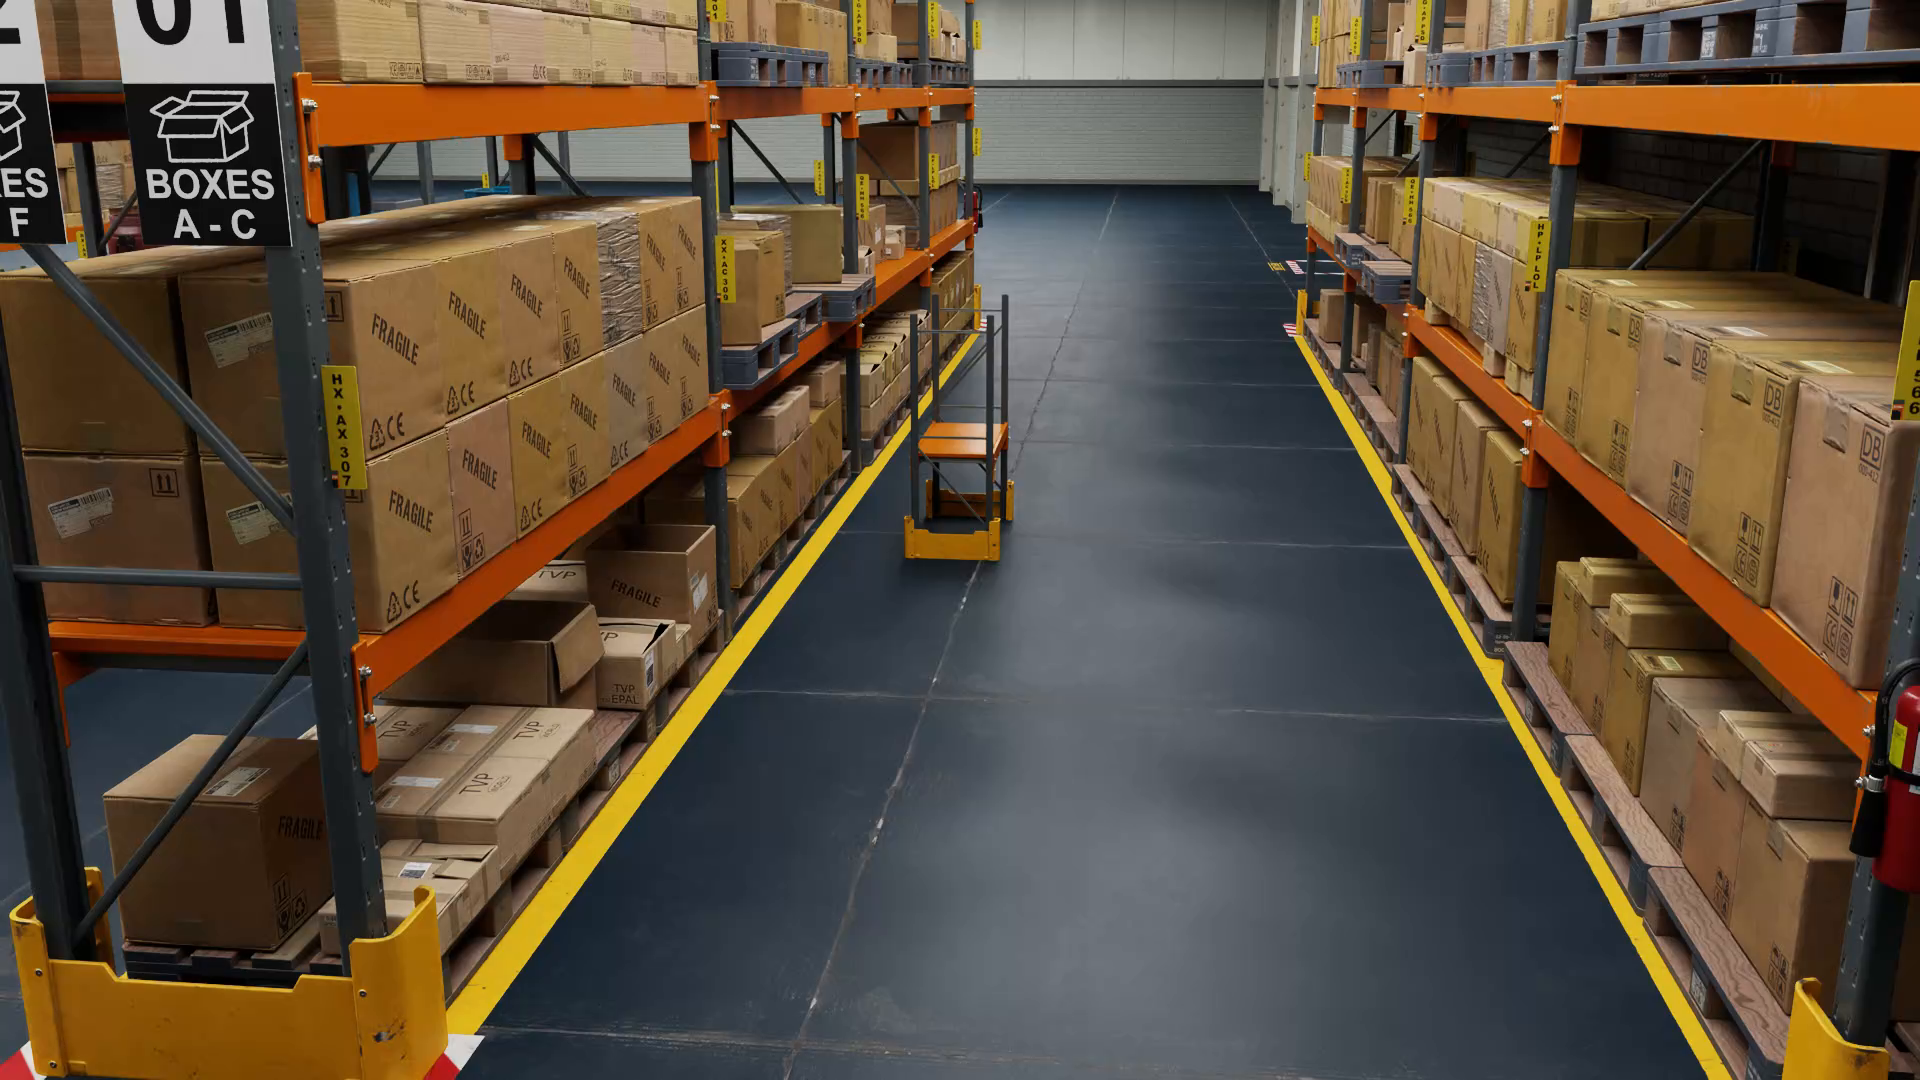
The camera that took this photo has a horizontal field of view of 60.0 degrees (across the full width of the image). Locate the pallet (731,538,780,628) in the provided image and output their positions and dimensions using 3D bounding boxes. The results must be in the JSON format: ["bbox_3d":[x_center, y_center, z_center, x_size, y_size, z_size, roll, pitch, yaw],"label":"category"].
[{"bbox_3d":[-1.643,0.207,9.493,1.003,0.211,1.213,2,15,6],"label":"pallet"}]

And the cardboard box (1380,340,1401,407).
[{"bbox_3d":[3.956,-1.405,14.057,0.700,0.500,0.500,2,15,7],"label":"cardboard box"}]

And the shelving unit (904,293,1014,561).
[{"bbox_3d":[0.009,-0.744,10.539,0.587,1.500,1.083,2,15,6],"label":"shelving unit"}]

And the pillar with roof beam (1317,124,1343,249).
[{"bbox_3d":[2.437,-9.823,29.749,9.100,9.000,0.400,2,15,6],"label":"pillar with roof beam"}]

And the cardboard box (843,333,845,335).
[{"bbox_3d":[-1.207,-1.784,14.903,0.500,0.311,0.500,1,15,4],"label":"cardboard box"}]

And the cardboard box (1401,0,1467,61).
[{"bbox_3d":[3.848,-4.097,13.324,0.500,0.500,0.500,1,15,4],"label":"cardboard box"}]

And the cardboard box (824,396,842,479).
[{"bbox_3d":[-1.118,-0.721,11.527,0.500,0.500,0.500,2,15,8],"label":"cardboard box"}]

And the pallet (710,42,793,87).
[{"bbox_3d":[-1.553,-2.452,8.595,1.213,0.211,1.003,2,15,6],"label":"pallet"}]

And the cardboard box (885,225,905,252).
[{"bbox_3d":[-0.806,-2.801,15.560,0.500,0.250,0.500,3,15,10],"label":"cardboard box"}]

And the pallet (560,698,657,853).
[{"bbox_3d":[-1.910,0.914,6.876,1.003,0.211,1.213,2,15,6],"label":"pallet"}]

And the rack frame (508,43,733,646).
[{"bbox_3d":[-1.697,-0.927,8.344,1.000,3.000,0.127,2,15,6],"label":"rack frame"}]

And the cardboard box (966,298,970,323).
[{"bbox_3d":[-0.154,-2.637,19.131,0.500,0.250,0.500,2,15,6],"label":"cardboard box"}]

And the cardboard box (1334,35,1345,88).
[{"bbox_3d":[4.034,-4.777,16.605,0.500,0.500,0.500,1,15,4],"label":"cardboard box"}]

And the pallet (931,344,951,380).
[{"bbox_3d":[-0.663,-1.861,17.140,1.003,0.211,1.213,2,15,6],"label":"pallet"}]

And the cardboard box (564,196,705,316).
[{"bbox_3d":[-1.497,-1.319,7.688,0.500,0.500,0.500,2,15,7],"label":"cardboard box"}]

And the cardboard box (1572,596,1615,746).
[{"bbox_3d":[2.980,0.543,6.892,0.700,0.500,0.500,2,15,6],"label":"cardboard box"}]

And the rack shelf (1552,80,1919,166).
[{"bbox_3d":[3.000,-1.364,5.592,1.077,0.370,4.000,2,15,6],"label":"rack shelf"}]

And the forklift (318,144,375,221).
[{"bbox_3d":[-4.365,-1.590,10.927,1.130,2.935,3.031,-4,16,-14],"label":"forklift"}]

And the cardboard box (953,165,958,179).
[{"bbox_3d":[-0.225,-4.228,19.118,0.380,0.149,0.250,2,15,8],"label":"cardboard box"}]

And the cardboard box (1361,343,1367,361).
[{"bbox_3d":[4.159,-1.841,16.311,0.380,0.166,0.250,0,15,-1],"label":"cardboard box"}]

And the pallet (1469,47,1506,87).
[{"bbox_3d":[3.534,-2.718,9.582,1.003,0.211,1.213,2,15,9],"label":"pallet"}]

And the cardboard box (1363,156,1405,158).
[{"bbox_3d":[4.738,-4.065,18.762,0.500,0.500,0.500,2,15,6],"label":"cardboard box"}]

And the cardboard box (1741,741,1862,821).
[{"bbox_3d":[2.587,0.723,4.984,0.380,0.149,0.250,2,15,6],"label":"cardboard box"}]

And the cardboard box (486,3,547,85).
[{"bbox_3d":[-1.713,-1.650,5.559,0.500,0.250,0.500,2,15,6],"label":"cardboard box"}]

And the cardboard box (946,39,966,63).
[{"bbox_3d":[-0.211,-5.379,18.276,0.500,0.250,0.500,2,15,6],"label":"cardboard box"}]

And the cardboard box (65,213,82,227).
[{"bbox_3d":[-10.158,-3.610,18.747,0.380,0.149,0.250,2,15,6],"label":"cardboard box"}]

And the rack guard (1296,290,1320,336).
[{"bbox_3d":[4.571,-2.668,19.572,1.175,0.500,0.348,2,15,6],"label":"rack guard"}]

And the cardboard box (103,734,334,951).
[{"bbox_3d":[-2.331,0.956,5.325,0.500,0.500,0.500,2,15,6],"label":"cardboard box"}]

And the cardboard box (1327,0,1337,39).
[{"bbox_3d":[4.141,-5.529,17.469,0.500,0.500,0.500,2,15,8],"label":"cardboard box"}]

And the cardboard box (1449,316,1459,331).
[{"bbox_3d":[3.353,-1.429,10.644,0.380,0.149,0.250,2,15,6],"label":"cardboard box"}]

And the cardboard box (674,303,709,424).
[{"bbox_3d":[-1.498,-0.838,7.824,0.500,0.500,0.500,2,15,7],"label":"cardboard box"}]

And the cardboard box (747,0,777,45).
[{"bbox_3d":[-1.419,-3.149,9.627,0.600,0.600,0.600,1,15,4],"label":"cardboard box"}]

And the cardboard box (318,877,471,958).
[{"bbox_3d":[-1.759,1.176,5.187,0.380,0.149,0.250,2,15,6],"label":"cardboard box"}]

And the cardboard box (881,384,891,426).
[{"bbox_3d":[-0.839,-1.098,13.438,0.500,0.250,0.500,1,15,5],"label":"cardboard box"}]

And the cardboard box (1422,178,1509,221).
[{"bbox_3d":[3.366,-2.266,11.058,0.500,0.250,0.500,2,15,8],"label":"cardboard box"}]

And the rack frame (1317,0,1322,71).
[{"bbox_3d":[4.580,-6.791,18.535,1.000,3.000,0.127,2,15,6],"label":"rack frame"}]

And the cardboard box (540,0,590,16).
[{"bbox_3d":[-1.658,-2.021,5.973,0.500,0.250,0.500,2,15,6],"label":"cardboard box"}]

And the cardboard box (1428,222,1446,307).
[{"bbox_3d":[3.300,-1.767,10.651,0.500,0.500,0.500,2,15,8],"label":"cardboard box"}]

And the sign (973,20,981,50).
[{"bbox_3d":[0.195,-5.857,19.285,0.100,0.325,0.005,2,15,6],"label":"sign"}]

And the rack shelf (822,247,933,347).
[{"bbox_3d":[-1.020,-2.136,14.193,1.077,0.370,4.000,2,15,6],"label":"rack shelf"}]

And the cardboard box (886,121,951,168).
[{"bbox_3d":[-0.468,-4.443,18.670,0.700,0.500,0.500,1,15,5],"label":"cardboard box"}]

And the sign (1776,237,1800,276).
[{"bbox_3d":[3.777,-1.222,7.626,0.100,0.325,0.005,2,15,6],"label":"sign"}]

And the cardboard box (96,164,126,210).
[{"bbox_3d":[-10.311,-4.121,19.393,0.875,0.500,0.500,2,15,6],"label":"cardboard box"}]

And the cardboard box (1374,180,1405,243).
[{"bbox_3d":[3.967,-2.842,14.392,0.700,0.500,0.500,3,15,12],"label":"cardboard box"}]

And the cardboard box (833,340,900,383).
[{"bbox_3d":[-0.784,-1.507,13.876,0.500,0.311,0.500,1,15,5],"label":"cardboard box"}]

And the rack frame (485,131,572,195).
[{"bbox_3d":[-5.264,-4.186,20.398,1.000,3.000,0.127,2,15,6],"label":"rack frame"}]

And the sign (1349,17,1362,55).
[{"bbox_3d":[3.588,-4.569,15.074,0.100,0.325,0.005,2,15,6],"label":"sign"}]

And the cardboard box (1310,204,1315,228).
[{"bbox_3d":[4.165,-3.579,18.402,0.500,0.250,0.500,1,15,5],"label":"cardboard box"}]

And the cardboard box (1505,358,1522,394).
[{"bbox_3d":[2.988,-0.833,8.438,0.380,0.149,0.250,2,15,7],"label":"cardboard box"}]

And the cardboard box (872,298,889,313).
[{"bbox_3d":[-0.891,-2.495,17.171,0.500,0.500,0.500,2,15,6],"label":"cardboard box"}]

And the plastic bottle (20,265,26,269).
[{"bbox_3d":[-6.649,-1.799,11.792,0.061,0.283,0.133,2,15,6],"label":"plastic bottle"}]

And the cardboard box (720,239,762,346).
[{"bbox_3d":[-1.421,-1.294,8.707,0.700,0.500,0.500,-3,16,-13],"label":"cardboard box"}]

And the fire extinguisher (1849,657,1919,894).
[{"bbox_3d":[2.299,0.498,3.936,0.296,0.674,0.183,2,15,6],"label":"fire extinguisher"}]

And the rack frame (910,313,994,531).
[{"bbox_3d":[-0.048,-0.614,10.061,0.500,1.500,0.032,2,15,6],"label":"rack frame"}]
